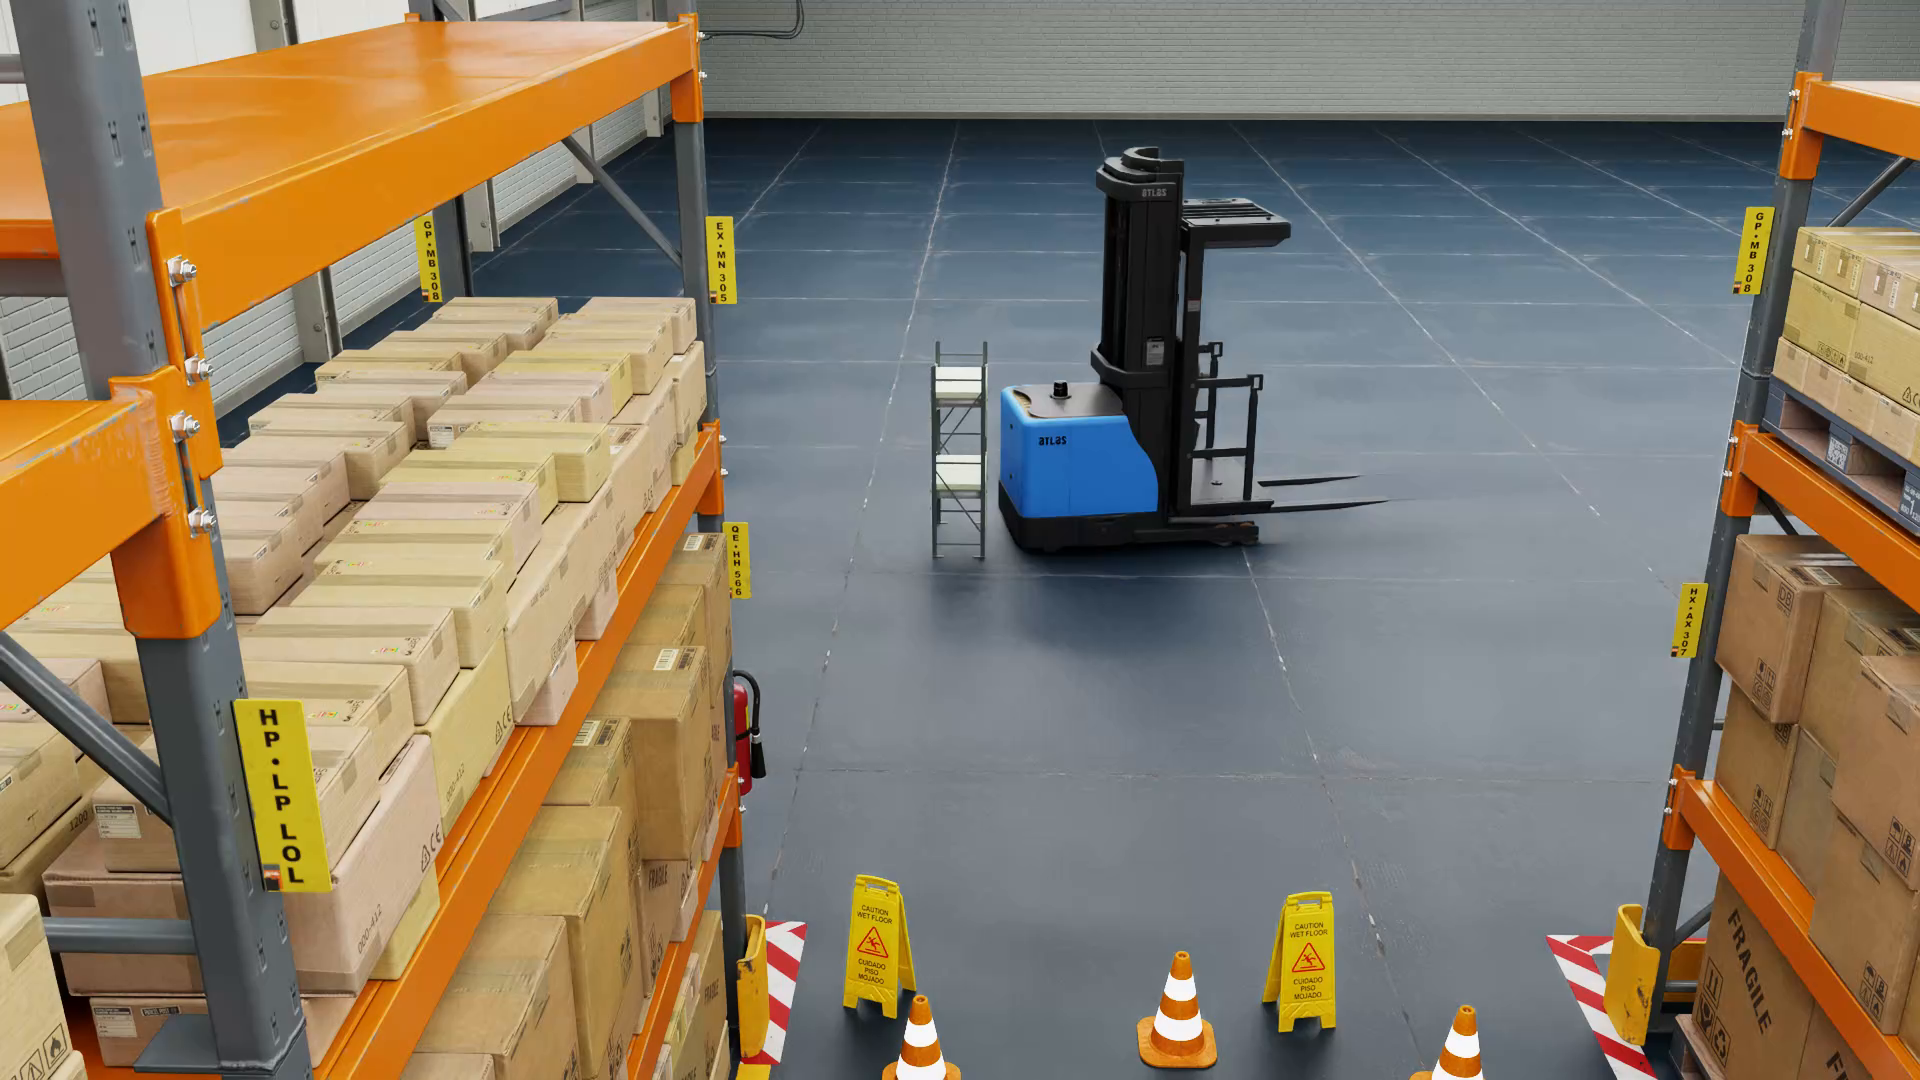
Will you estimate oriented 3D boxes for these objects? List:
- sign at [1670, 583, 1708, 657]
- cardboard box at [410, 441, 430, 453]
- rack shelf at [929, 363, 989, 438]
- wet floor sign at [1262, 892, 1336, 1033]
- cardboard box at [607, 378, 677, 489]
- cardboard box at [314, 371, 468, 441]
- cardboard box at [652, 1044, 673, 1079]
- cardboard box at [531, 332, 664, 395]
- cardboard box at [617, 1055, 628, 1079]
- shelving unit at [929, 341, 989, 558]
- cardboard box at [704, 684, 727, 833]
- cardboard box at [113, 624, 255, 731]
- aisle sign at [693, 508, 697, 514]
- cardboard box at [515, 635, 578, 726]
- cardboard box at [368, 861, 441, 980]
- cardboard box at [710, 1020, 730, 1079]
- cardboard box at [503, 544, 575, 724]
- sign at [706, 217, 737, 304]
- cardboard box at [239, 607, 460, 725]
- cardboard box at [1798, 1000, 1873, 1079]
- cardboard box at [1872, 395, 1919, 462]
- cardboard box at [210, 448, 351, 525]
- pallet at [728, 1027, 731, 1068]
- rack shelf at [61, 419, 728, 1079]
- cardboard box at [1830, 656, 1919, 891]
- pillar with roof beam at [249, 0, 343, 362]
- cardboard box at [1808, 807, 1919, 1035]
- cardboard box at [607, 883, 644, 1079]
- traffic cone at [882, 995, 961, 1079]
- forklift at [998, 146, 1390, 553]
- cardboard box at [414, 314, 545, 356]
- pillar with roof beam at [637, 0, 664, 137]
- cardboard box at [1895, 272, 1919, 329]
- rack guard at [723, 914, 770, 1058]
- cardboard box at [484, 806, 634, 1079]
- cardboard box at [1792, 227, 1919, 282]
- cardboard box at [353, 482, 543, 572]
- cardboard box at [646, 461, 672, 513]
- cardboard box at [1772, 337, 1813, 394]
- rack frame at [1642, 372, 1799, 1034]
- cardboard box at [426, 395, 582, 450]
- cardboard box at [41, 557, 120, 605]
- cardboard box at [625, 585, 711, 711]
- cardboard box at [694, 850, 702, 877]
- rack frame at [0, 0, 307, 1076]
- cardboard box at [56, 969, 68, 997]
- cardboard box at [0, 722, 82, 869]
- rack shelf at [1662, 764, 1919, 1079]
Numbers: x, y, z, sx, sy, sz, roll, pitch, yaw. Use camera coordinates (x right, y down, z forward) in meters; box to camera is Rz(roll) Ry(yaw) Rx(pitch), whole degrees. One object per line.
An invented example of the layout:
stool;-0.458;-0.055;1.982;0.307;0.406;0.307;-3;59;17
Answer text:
sign;2.954;0.326;6.735;0.100;0.325;0.005;1;21;2
cardboard box;-1.740;-0.162;4.949;0.500;0.250;0.500;1;21;3
rack shelf;0.000;-1.065;12.623;0.431;0.370;0.720;1;21;2
wet floor sign;1.530;1.841;7.393;0.267;0.644;0.232;-3;21;-8
cardboard box;-1.219;-0.340;5.408;0.500;0.250;0.500;0;21;1
cardboard box;-1.712;-0.408;5.032;0.380;0.149;0.250;1;21;1
cardboard box;-1.171;1.803;5.521;0.380;0.149;0.250;2;21;4
cardboard box;-1.194;-0.585;5.488;0.380;0.149;0.250;0;21;1
cardboard box;-1.206;1.656;4.960;0.380;0.149;0.250;1;21;1
shelving unit;0.000;-0.702;12.764;0.431;1.500;0.755;1;21;2
cardboard box;-1.184;0.771;6.345;0.500;0.500;0.500;0;21;1
cardboard box;-1.806;0.391;3.524;0.500;0.250;0.500;0;21;1
aisle sign;-1.151;-0.474;6.510;0.394;0.787;0.004;1;21;2
cardboard box;-1.183;0.347;4.188;0.380;0.149;0.250;0;21;1
cardboard box;-1.243;0.718;3.232;0.380;0.149;0.250;1;21;2
cardboard box;-1.199;2.147;6.569;0.500;0.250;0.500;1;21;1
cardboard box;-1.243;0.213;3.983;0.500;0.250;0.500;1;21;2
sign;-0.889;-1.041;6.193;0.100;0.325;0.005;1;21;2
cardboard box;-1.233;0.250;3.335;0.380;0.149;0.250;0;21;0
cardboard box;3.529;2.134;5.739;0.875;0.875;0.875;0;21;1
cardboard box;3.155;-0.354;5.276;0.380;0.149;0.250;1;21;2
cardboard box;-1.821;-0.128;4.311;0.380;0.149;0.250;1;21;2
pallet;-1.505;2.378;6.608;1.003;0.211;1.213;1;21;2
rack shelf;-1.504;0.417;4.654;1.077;0.370;4.000;1;21;2
cardboard box;3.381;0.736;5.284;0.875;0.550;0.550;1;21;2
pillar with roof beam;-2.658;-6.142;16.419;9.100;9.000;0.400;1;21;2
cardboard box;3.405;1.240;5.479;0.875;0.550;0.550;1;21;2
cardboard box;-1.257;1.316;4.941;0.500;0.500;0.500;1;21;2
traffic cone;-0.166;2.110;6.952;0.336;0.463;0.334;1;21;2
forklift;1.875;-1.505;12.857;3.031;2.935;1.130;-3;21;-9
cardboard box;-1.649;-0.678;5.728;0.380;0.149;0.250;1;21;1
pillar with roof beam;-2.111;-12.651;33.193;9.100;9.000;0.400;1;21;2
cardboard box;3.155;-0.729;5.139;0.380;0.149;0.250;1;21;2
rack guard;-1.445;1.950;7.312;1.175;0.500;0.348;1;21;2
cardboard box;-1.255;1.030;4.297;0.700;0.500;0.500;0;21;0
cardboard box;3.180;-1.003;5.847;0.380;0.149;0.250;1;21;2
cardboard box;-1.244;-0.031;4.061;0.380;0.149;0.250;0;21;1
cardboard box;-1.191;-0.206;5.613;0.380;0.149;0.250;1;21;3
cardboard box;3.177;-0.628;5.983;0.380;0.149;0.250;1;21;2
rack frame;3.508;0.775;6.884;1.000;3.000;0.127;1;21;2
cardboard box;-1.302;-0.311;4.782;0.380;0.149;0.250;0;21;0
cardboard box;-1.868;0.150;3.593;0.380;0.149;0.250;1;21;3
cardboard box;-1.263;0.476;5.724;0.700;0.500;0.500;1;21;2
cardboard box;-1.166;1.197;6.144;0.380;0.149;0.250;0;21;1
rack frame;-1.564;-0.593;2.118;1.000;3.000;0.127;1;21;2
cardboard box;-1.860;0.805;3.009;0.380;0.149;0.250;1;21;2
cardboard box;-1.773;0.434;2.863;0.380;0.149;0.250;1;21;3
rack shelf;3.447;1.834;5.151;1.077;0.370;4.000;1;21;2
